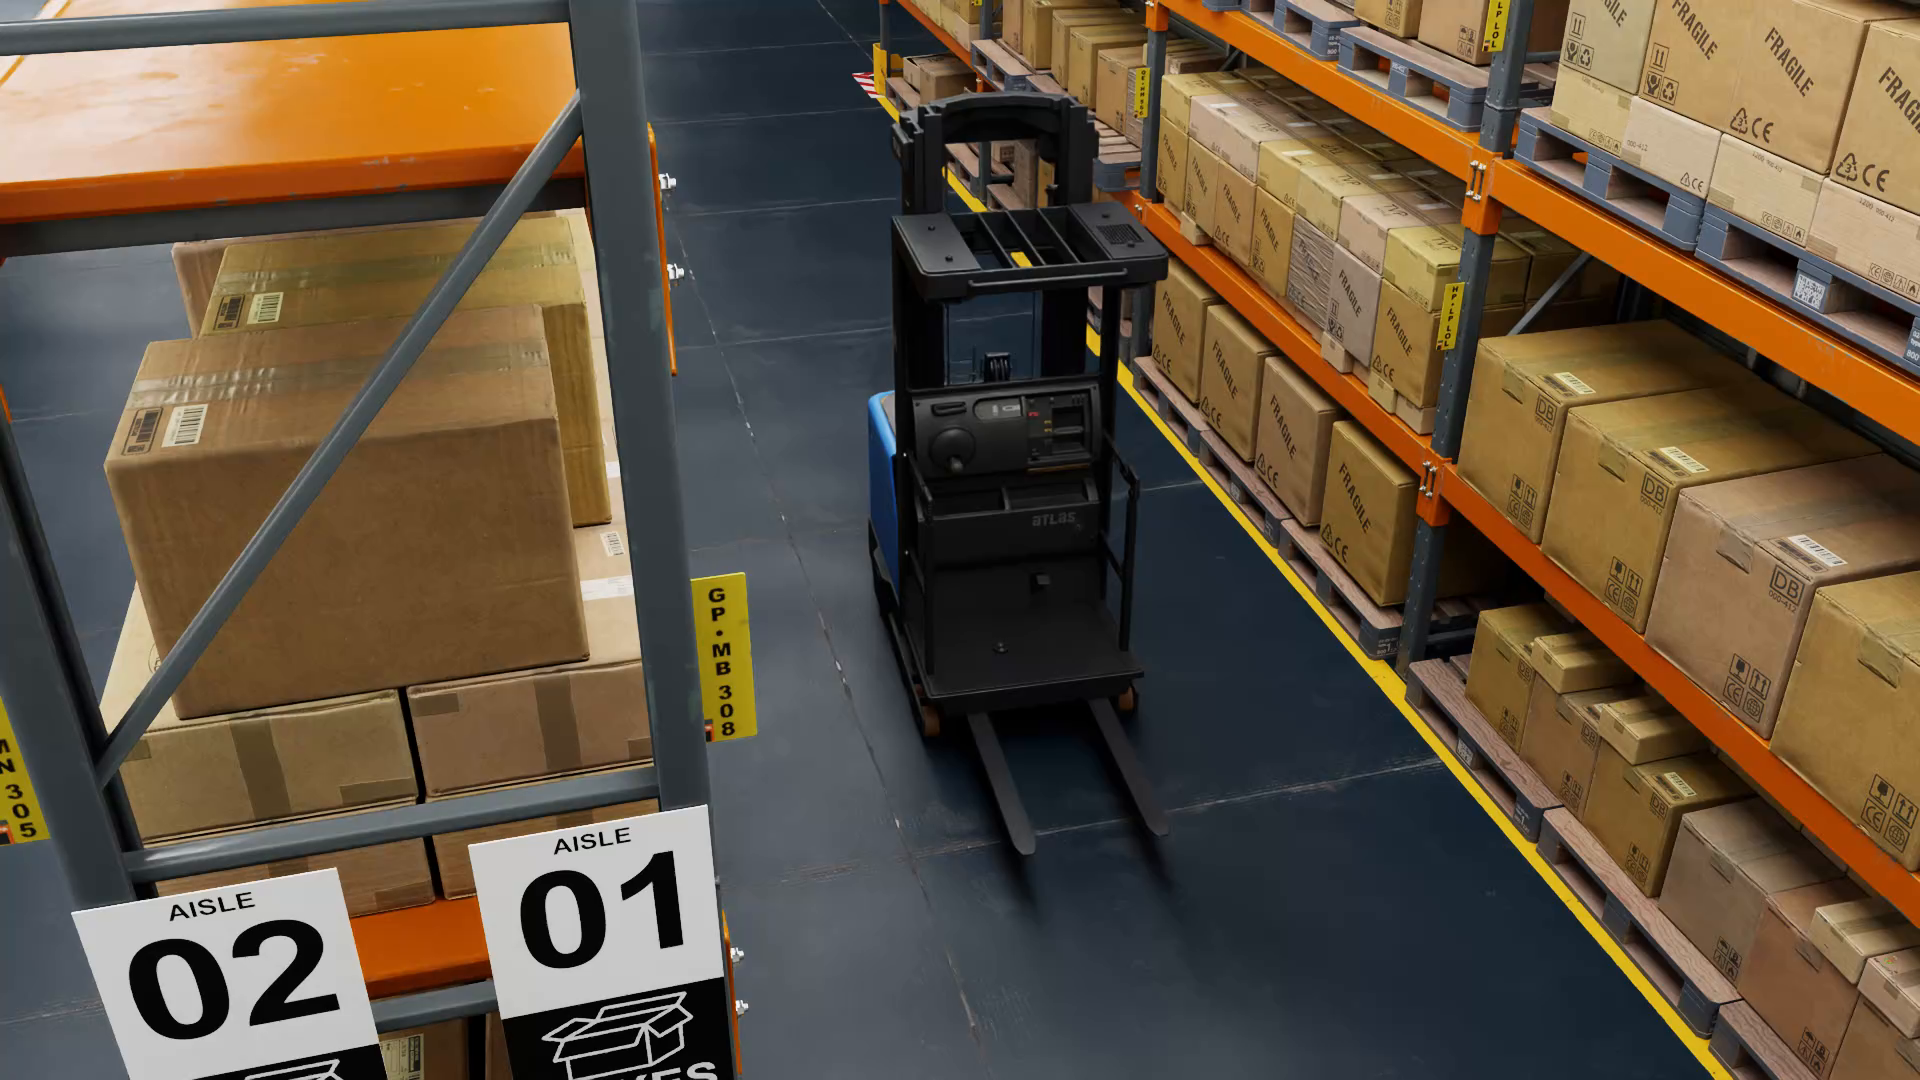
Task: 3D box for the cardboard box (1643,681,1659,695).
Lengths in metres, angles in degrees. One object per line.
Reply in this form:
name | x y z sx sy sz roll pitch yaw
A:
cardboard box | 3.257 0.636 7.316 0.380 0.149 0.250 -9 31 -15

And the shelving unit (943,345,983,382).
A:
shelving unit | -0.008 -0.538 9.712 0.258 1.200 0.189 -6 31 -10

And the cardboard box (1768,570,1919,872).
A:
cardboard box | 3.505 0.564 5.713 0.980 0.700 0.700 -8 31 -14

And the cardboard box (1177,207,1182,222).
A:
cardboard box | 1.653 -2.162 10.953 0.380 0.149 0.250 -7 31 -13

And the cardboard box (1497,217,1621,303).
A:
cardboard box | 2.922 -1.405 8.249 0.500 0.250 0.500 -7 31 -12

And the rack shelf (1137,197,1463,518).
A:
rack shelf | 2.262 -1.298 9.947 1.077 0.370 4.000 -8 31 -13

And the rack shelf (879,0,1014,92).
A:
rack shelf | 0.138 -5.162 16.622 1.077 0.370 4.000 -8 31 -13

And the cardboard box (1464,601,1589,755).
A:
cardboard box | 2.892 0.632 7.971 0.700 0.500 0.500 -7 31 -13

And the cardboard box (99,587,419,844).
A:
cardboard box | -1.303 0.285 3.150 0.500 0.250 0.500 -8 31 -13

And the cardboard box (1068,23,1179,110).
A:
cardboard box | 1.244 -3.633 12.725 0.700 0.500 0.500 -8 31 -13

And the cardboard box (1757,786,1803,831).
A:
cardboard box | 3.460 1.005 6.679 0.380 0.149 0.250 -8 31 -13

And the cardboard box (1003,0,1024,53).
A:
cardboard box | 0.771 -4.490 14.206 0.700 0.500 0.500 -8 31 -13

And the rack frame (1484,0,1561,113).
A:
rack frame | 2.793 -3.240 6.595 1.000 3.000 0.127 -8 31 -13

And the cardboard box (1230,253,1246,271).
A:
cardboard box | 1.905 -1.793 10.316 0.380 0.149 0.250 -7 31 -12

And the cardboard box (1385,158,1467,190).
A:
cardboard box | 2.638 -1.898 9.101 0.500 0.250 0.500 -9 31 -15

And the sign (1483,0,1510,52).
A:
sign | 2.272 -2.224 7.005 0.100 0.325 0.005 -8 31 -13

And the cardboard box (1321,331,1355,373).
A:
cardboard box | 2.188 -1.038 9.012 0.380 0.149 0.250 -8 31 -13

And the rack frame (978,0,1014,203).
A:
rack frame | 0.669 -4.507 14.773 1.000 3.000 0.127 -8 31 -13

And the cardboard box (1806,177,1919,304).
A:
cardboard box | 3.122 -0.990 5.333 0.500 0.250 0.500 -9 31 -15

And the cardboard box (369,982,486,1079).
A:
cardboard box | -1.304 1.295 3.652 0.500 0.500 0.500 -8 31 -14

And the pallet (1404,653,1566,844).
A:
pallet | 2.919 0.941 8.144 1.003 0.211 1.213 -8 31 -13

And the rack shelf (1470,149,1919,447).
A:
rack shelf | 3.323 -0.664 5.858 1.077 0.370 4.000 -8 31 -13

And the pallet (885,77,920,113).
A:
pallet | -0.191 -4.798 18.060 1.003 0.211 1.213 -8 31 -13

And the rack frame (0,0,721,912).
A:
rack frame | -0.921 -0.647 2.116 1.000 3.000 0.127 -8 31 -13

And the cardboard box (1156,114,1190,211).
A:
cardboard box | 1.613 -2.487 10.867 0.500 0.500 0.500 -7 31 -12

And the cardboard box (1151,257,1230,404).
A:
cardboard box | 1.800 -1.454 11.225 0.750 0.750 0.750 -8 31 -14

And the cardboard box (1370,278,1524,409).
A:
cardboard box | 2.427 -1.013 8.321 0.500 0.500 0.500 -8 31 -14

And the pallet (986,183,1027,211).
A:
pallet | 0.877 -2.924 14.823 1.003 0.211 1.213 -8 31 -13

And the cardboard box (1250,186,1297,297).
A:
cardboard box | 2.019 -1.743 9.581 0.500 0.500 0.500 -7 31 -12

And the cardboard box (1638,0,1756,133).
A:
cardboard box | 2.854 -1.797 5.979 0.500 0.500 0.500 -8 31 -14

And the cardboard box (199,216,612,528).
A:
cardboard box | -1.124 -0.324 3.454 0.700 0.500 0.500 -8 31 -13

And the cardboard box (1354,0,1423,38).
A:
cardboard box | 2.455 -2.875 8.420 0.700 0.500 0.500 -8 31 -14

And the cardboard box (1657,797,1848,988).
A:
cardboard box | 3.305 1.380 6.679 0.700 0.500 0.500 -9 31 -15

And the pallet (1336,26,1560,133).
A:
pallet | 2.502 -2.295 8.148 0.805 0.209 1.217 -9 31 -15

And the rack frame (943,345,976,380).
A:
rack frame | -0.027 -0.583 9.790 0.240 1.200 0.006 -6 31 -10

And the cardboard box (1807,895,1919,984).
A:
cardboard box | 3.294 1.422 5.958 0.380 0.149 0.250 -7 31 -12

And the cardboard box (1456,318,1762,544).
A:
cardboard box | 2.921 -0.509 7.566 0.980 0.700 0.700 -7 31 -13

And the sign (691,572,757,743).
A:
sign | -0.398 0.201 2.773 0.100 0.325 0.005 -8 31 -13

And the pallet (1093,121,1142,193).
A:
pallet | 1.439 -2.822 12.054 1.213 0.211 1.003 -8 31 -13

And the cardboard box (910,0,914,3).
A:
cardboard box | -0.288 -5.609 16.807 0.500 0.250 0.500 -8 31 -14

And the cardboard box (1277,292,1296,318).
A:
cardboard box | 2.075 -1.418 9.667 0.380 0.149 0.250 -7 31 -12

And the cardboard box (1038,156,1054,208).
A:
cardboard box | 1.066 -3.019 14.259 0.700 0.500 0.500 -8 31 -14

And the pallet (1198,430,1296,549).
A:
pallet | 2.188 -0.389 10.443 1.003 0.211 1.213 -8 31 -13

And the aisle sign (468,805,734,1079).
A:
aisle sign | -0.620 0.818 2.978 0.394 0.787 0.004 -8 31 -13

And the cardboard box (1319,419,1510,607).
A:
cardboard box | 2.495 -0.191 9.044 0.750 0.750 0.750 -7 31 -13

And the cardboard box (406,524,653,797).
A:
cardboard box | -0.806 0.217 3.268 0.500 0.250 0.500 -8 31 -13

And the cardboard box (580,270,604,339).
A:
cardboard box | -1.200 -0.508 4.521 0.500 0.250 0.500 -8 31 -13

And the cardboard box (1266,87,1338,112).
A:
cardboard box | 2.235 -2.645 10.391 0.500 0.250 0.500 -9 31 -15

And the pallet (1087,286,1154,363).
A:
pallet | 1.525 -1.746 12.787 1.003 0.211 1.213 -8 31 -13

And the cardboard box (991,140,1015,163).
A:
cardboard box | 0.498 -3.726 15.812 0.380 0.166 0.250 -12 32 -20

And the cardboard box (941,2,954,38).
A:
cardboard box | 0.127 -4.881 15.549 0.500 0.250 0.500 -8 31 -13

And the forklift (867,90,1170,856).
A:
forklift | 0.279 -0.490 7.903 1.130 2.935 3.031 -6 31 -10

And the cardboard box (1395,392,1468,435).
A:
cardboard box | 2.430 -0.669 8.373 0.380 0.149 0.250 -8 31 -13

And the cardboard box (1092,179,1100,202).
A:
cardboard box | 1.257 -2.880 13.271 0.500 0.250 0.500 -8 31 -14

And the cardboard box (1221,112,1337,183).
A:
cardboard box | 1.883 -2.326 9.841 0.500 0.250 0.500 -8 31 -13

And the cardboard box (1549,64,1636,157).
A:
cardboard box | 2.722 -1.733 6.617 0.500 0.250 0.500 -8 31 -13

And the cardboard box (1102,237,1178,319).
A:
cardboard box | 1.489 -2.024 12.540 0.700 0.500 0.500 -7 31 -13
